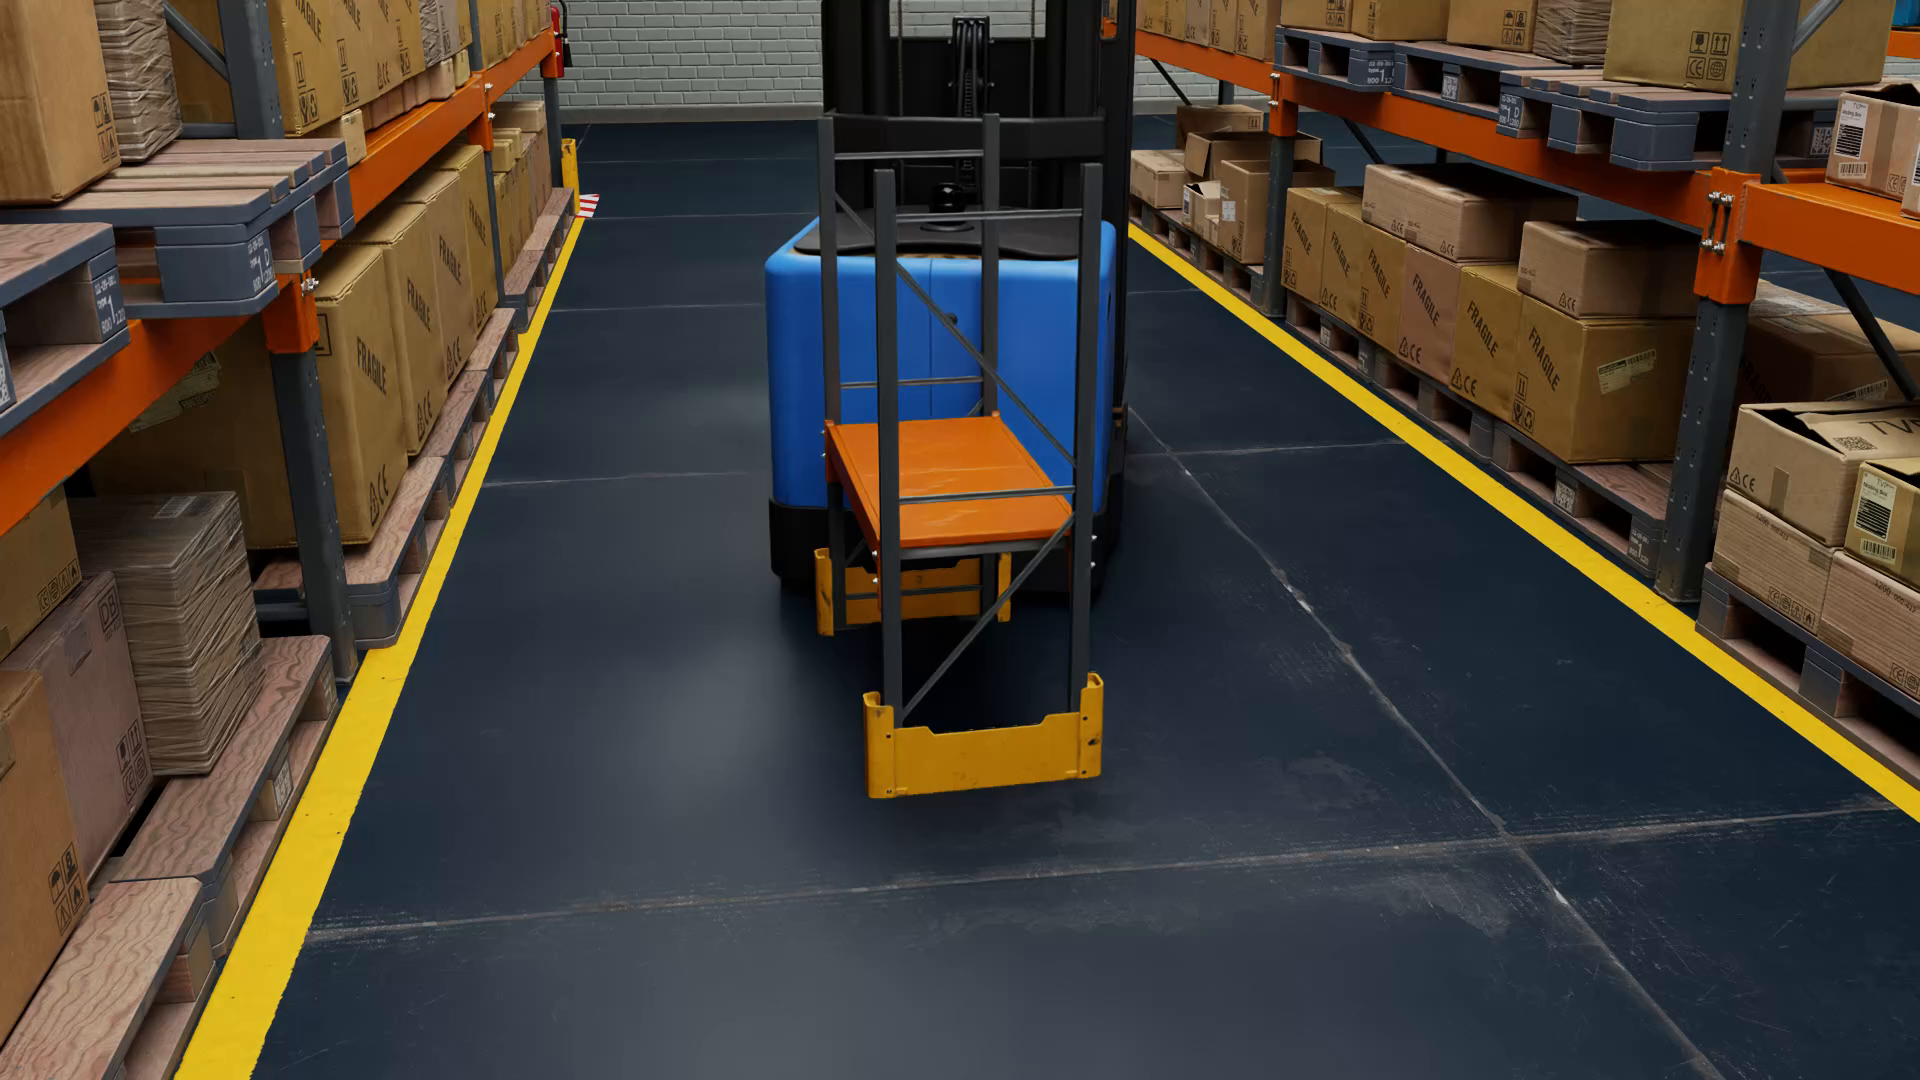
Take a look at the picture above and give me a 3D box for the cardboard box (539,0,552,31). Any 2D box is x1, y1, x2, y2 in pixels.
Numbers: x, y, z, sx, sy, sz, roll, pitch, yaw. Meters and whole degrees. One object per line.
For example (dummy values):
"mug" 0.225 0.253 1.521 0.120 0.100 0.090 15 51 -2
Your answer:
"cardboard box" -3.269 -3.729 10.985 0.980 0.700 0.700 -2 21 -5

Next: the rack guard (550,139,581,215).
"rack guard" -3.356 -2.602 11.969 1.175 0.500 0.348 -3 21 -8

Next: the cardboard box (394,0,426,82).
"cardboard box" -2.235 -1.905 5.933 0.500 0.500 0.500 -2 21 -6

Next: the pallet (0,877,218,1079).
"pallet" -1.915 1.003 2.728 1.003 0.211 1.213 -3 21 -8

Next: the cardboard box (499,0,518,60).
"cardboard box" -2.938 -2.962 8.931 0.980 0.700 0.700 -3 21 -9

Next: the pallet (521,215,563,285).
"pallet" -2.987 -1.764 10.138 1.003 0.211 1.213 -3 21 -8

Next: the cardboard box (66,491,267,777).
"cardboard box" -2.044 0.217 3.793 0.700 0.500 0.500 -3 21 -7

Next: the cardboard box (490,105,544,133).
"cardboard box" -2.916 -2.733 10.793 0.380 0.149 0.250 -2 21 -6

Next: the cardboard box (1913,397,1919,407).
"cardboard box" 3.021 -0.248 4.622 0.500 0.311 0.500 -2 21 -6

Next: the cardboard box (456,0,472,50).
"cardboard box" -2.460 -2.428 7.334 0.500 0.500 0.500 -3 21 -9

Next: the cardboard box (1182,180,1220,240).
"cardboard box" 1.655 -2.020 10.052 0.500 0.311 0.500 -3 21 -8

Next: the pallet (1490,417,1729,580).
"pallet" 2.632 -0.200 5.950 1.003 0.211 1.213 -3 21 -8

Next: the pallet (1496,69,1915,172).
"pallet" 2.535 -1.387 5.418 1.213 0.211 1.003 -3 21 -8

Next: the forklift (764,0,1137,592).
"forklift" 0.093 -1.689 6.049 1.130 2.935 3.031 2 21 6

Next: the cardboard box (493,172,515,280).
"cardboard box" -2.782 -1.670 8.872 0.700 0.500 0.500 -3 21 -7

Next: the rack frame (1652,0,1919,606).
"rack frame" 2.702 -1.246 4.765 1.000 3.000 0.127 -3 21 -8

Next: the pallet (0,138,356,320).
"pallet" -1.991 -0.664 3.480 1.213 0.211 1.003 -3 21 -8

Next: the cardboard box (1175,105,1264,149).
"cardboard box" 1.871 -2.875 12.071 0.500 0.500 0.500 -3 21 -8

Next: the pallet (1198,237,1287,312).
"pallet" 2.028 -1.562 9.598 1.003 0.211 1.213 -3 21 -8

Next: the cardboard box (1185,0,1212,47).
"cardboard box" 1.648 -3.194 9.838 0.500 0.500 0.500 -2 21 -7

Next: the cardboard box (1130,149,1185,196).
"cardboard box" 1.419 -2.558 11.580 0.500 0.250 0.500 -3 21 -8

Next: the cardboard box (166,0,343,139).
"cardboard box" -2.016 -1.372 4.505 0.500 0.500 0.500 -2 21 -6

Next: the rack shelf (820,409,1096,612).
"rack shelf" -0.038 -0.106 4.369 0.538 0.185 1.000 -4 21 -11

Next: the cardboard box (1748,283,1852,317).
"cardboard box" 2.838 -0.634 6.071 0.500 0.500 0.500 -4 21 -10

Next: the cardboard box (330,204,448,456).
"cardboard box" -2.295 -0.749 5.908 0.750 0.750 0.750 -3 21 -8

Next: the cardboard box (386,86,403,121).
"cardboard box" -2.280 -1.634 6.135 0.380 0.149 0.250 -2 21 -6

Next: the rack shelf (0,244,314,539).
"rack shelf" -1.911 0.035 2.365 1.077 0.370 4.000 -3 21 -8

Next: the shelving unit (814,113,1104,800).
"shelving unit" -0.040 -0.277 4.315 0.587 1.500 1.083 -4 21 -11

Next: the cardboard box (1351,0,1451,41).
"cardboard box" 2.134 -2.464 7.284 0.700 0.500 0.500 0 20 1

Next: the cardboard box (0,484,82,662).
"cardboard box" -2.024 0.066 3.125 0.500 0.250 0.500 -3 21 -7

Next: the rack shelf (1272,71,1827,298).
"rack shelf" 2.414 -1.602 6.745 1.077 0.370 4.000 -3 21 -8

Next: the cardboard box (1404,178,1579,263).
"cardboard box" 2.171 -1.318 6.829 0.500 0.250 0.500 -3 21 -9

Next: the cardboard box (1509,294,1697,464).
"cardboard box" 2.335 -0.593 5.961 0.500 0.500 0.500 -2 21 -6

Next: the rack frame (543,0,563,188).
"rack frame" -3.352 -3.765 11.509 1.000 3.000 0.127 -3 21 -8

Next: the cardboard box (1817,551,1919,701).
"cardboard box" 2.560 0.215 4.182 0.500 0.250 0.500 -3 21 -9

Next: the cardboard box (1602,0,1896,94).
"cardboard box" 2.500 -1.702 5.243 0.700 0.500 0.500 -10 23 -26

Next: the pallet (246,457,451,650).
"pallet" -2.238 0.035 5.322 1.003 0.211 1.213 -3 21 -8

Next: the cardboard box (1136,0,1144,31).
"cardboard box" 1.432 -3.717 11.239 0.500 0.500 0.500 -3 21 -8

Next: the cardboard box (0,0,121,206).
"cardboard box" -2.014 -0.893 3.050 0.700 0.500 0.500 -5 21 -13

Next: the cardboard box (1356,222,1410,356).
"cardboard box" 2.107 -1.129 7.395 0.500 0.500 0.500 -3 21 -7

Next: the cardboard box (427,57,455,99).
"cardboard box" -2.298 -1.902 6.852 0.380 0.149 0.250 -3 21 -8

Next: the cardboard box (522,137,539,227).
"cardboard box" -3.007 -2.206 10.307 0.700 0.500 0.500 -4 21 -10

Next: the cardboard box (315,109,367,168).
"cardboard box" -2.000 -1.196 4.962 0.380 0.149 0.250 -2 21 -6
